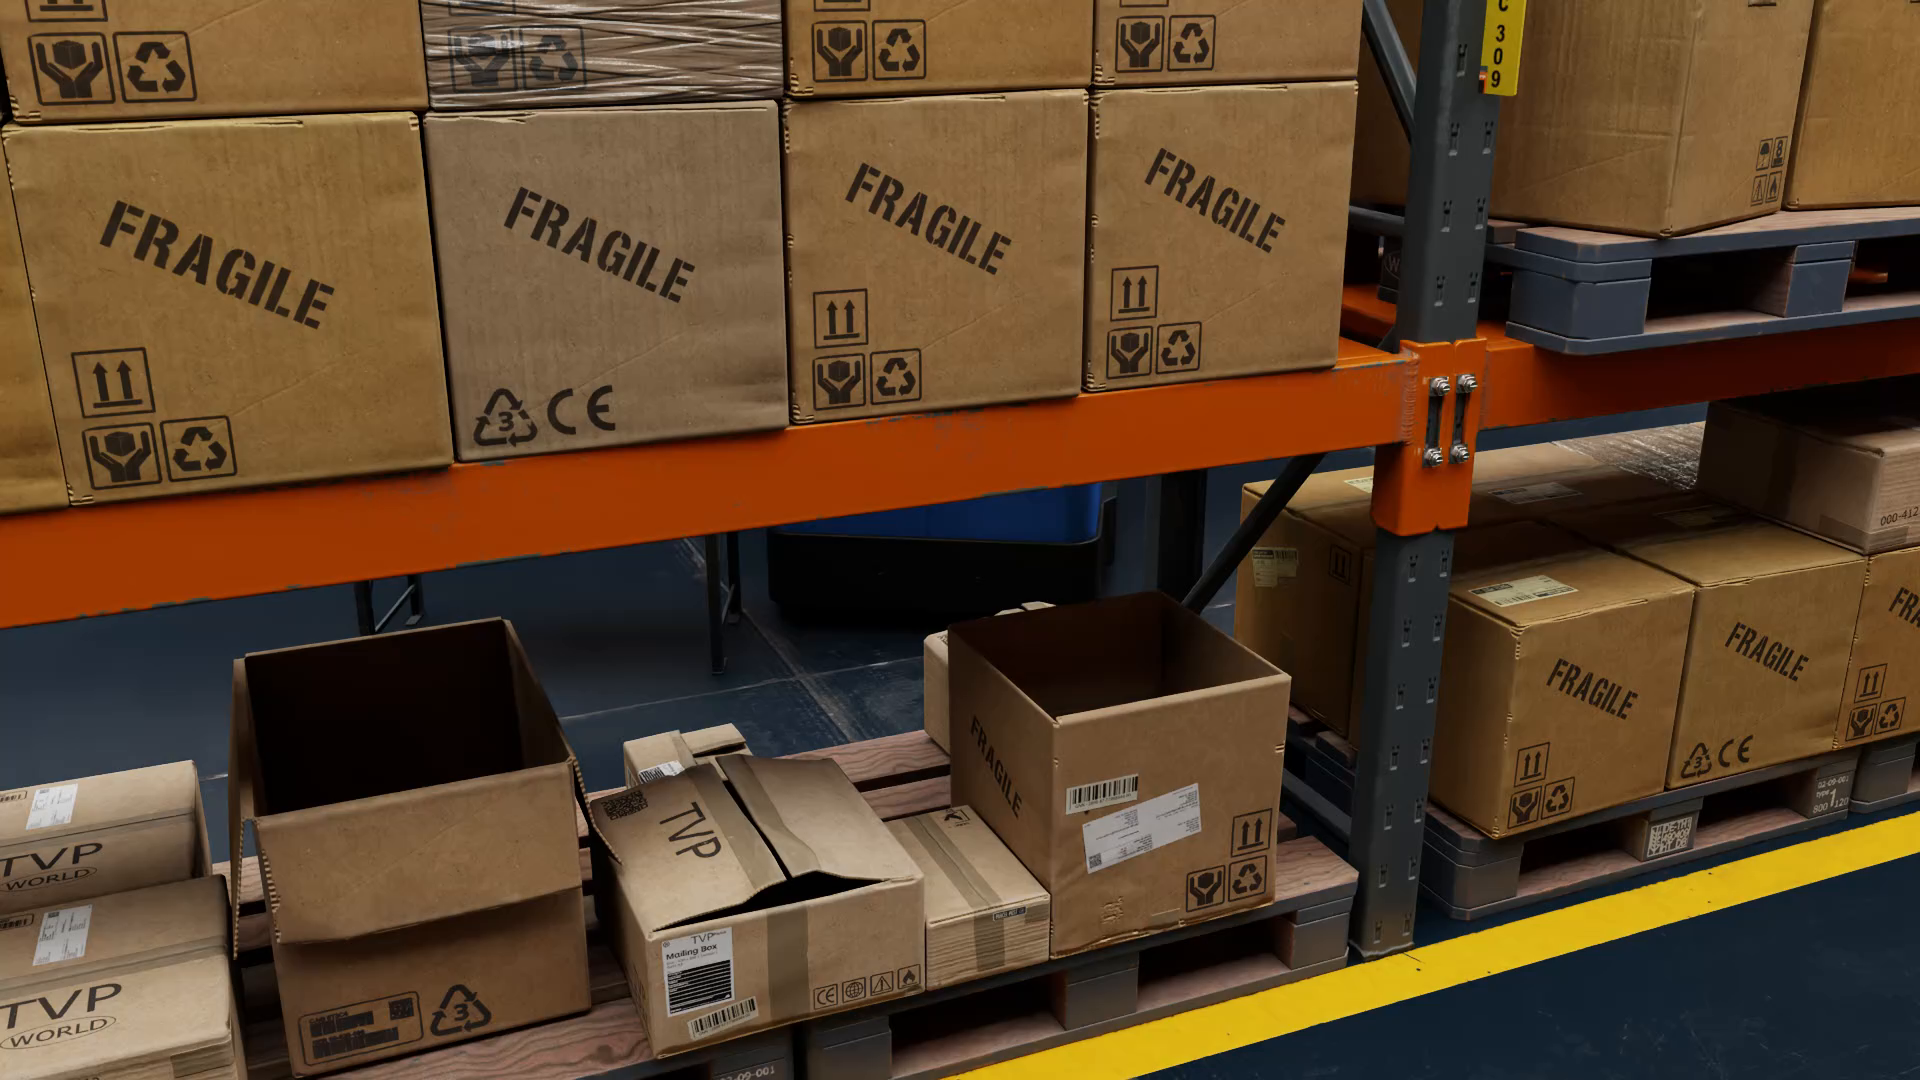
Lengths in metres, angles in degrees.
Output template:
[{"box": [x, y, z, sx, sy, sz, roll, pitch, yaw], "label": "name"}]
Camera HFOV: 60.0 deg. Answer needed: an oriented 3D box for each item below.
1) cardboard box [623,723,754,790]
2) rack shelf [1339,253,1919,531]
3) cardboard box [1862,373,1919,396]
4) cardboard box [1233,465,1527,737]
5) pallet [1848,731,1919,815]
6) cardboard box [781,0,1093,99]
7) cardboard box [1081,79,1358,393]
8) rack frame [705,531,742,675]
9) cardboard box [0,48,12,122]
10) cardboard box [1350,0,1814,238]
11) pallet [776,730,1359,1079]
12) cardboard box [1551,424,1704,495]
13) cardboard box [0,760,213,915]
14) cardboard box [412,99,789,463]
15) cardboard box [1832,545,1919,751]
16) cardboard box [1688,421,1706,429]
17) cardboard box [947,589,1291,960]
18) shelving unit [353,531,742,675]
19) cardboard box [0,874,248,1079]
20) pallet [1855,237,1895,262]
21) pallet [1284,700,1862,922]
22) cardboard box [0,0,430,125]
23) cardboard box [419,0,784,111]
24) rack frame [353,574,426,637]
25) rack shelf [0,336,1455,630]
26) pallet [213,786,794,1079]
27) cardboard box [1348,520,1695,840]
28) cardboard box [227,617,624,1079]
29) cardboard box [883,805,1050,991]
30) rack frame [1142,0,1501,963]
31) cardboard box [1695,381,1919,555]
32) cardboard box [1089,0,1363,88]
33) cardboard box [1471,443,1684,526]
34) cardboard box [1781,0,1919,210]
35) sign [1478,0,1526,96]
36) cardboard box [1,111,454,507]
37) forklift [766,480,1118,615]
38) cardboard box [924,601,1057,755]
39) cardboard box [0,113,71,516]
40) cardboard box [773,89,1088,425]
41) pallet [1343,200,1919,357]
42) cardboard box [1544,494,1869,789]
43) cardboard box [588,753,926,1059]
[{"box": [-0.550, 0.549, 3.551, 0.250, 0.166, 0.380, -8, 21, -22], "label": "cardboard box"}, {"box": [2.547, -0.610, 4.322, 4.000, 0.370, 1.077, -8, 21, -22], "label": "rack shelf"}, {"box": [2.630, -0.256, 4.204, 0.500, 0.250, 0.500, -9, 21, -23], "label": "cardboard box"}, {"box": [1.051, 0.133, 4.229, 0.500, 0.500, 0.500, -8, 21, -22], "label": "cardboard box"}, {"box": [2.565, 0.349, 4.714, 1.213, 0.211, 1.003, -8, 21, -22], "label": "pallet"}, {"box": [-0.120, -0.991, 2.665, 0.500, 0.500, 0.500, -9, 21, -23], "label": "cardboard box"}, {"box": [0.354, -0.589, 3.029, 0.500, 0.500, 0.500, -8, 21, -21], "label": "cardboard box"}, {"box": [-0.717, -0.393, 4.879, 0.032, 1.500, 0.500, 0, 19, -1], "label": "rack frame"}, {"box": [-1.512, -0.792, 2.100, 0.500, 0.500, 0.500, -8, 21, -21], "label": "cardboard box"}, {"box": [1.235, -0.926, 3.352, 0.500, 0.500, 0.700, -17, 26, -40], "label": "cardboard box"}, {"box": [0.080, 0.719, 3.662, 1.213, 0.211, 1.003, -8, 21, -22], "label": "pallet"}, {"box": [1.969, 0.005, 4.594, 0.500, 0.500, 0.500, -8, 21, -21], "label": "cardboard box"}, {"box": [-1.676, 0.667, 3.089, 0.500, 0.250, 0.500, -8, 21, -22], "label": "cardboard box"}, {"box": [-0.590, -0.453, 2.641, 0.500, 0.500, 0.500, -8, 21, -21], "label": "cardboard box"}, {"box": [2.199, 0.159, 4.156, 0.500, 0.500, 0.500, -8, 21, -21], "label": "cardboard box"}, {"box": [2.435, -0.063, 4.786, 0.500, 0.500, 0.500, -9, 21, -24], "label": "cardboard box"}, {"box": [0.300, 0.447, 3.338, 0.500, 0.500, 0.500, -8, 21, -22], "label": "cardboard box"}, {"box": [-1.225, -0.391, 4.873, 1.048, 1.500, 0.538, 0, 19, -1], "label": "shelving unit"}, {"box": [-1.432, 0.813, 2.675, 0.500, 0.250, 0.500, -8, 21, -22], "label": "cardboard box"}, {"box": [2.600, -0.865, 4.251, 1.213, 0.211, 1.003, -8, 21, -22], "label": "pallet"}, {"box": [1.443, 0.510, 4.255, 1.213, 0.211, 1.003, -8, 21, -22], "label": "pallet"}, {"box": [-1.045, -0.859, 2.290, 0.500, 0.500, 0.500, -8, 21, -22], "label": "cardboard box"}, {"box": [-0.583, -0.925, 2.477, 0.500, 0.500, 0.500, -8, 21, -21], "label": "cardboard box"}, {"box": [-1.733, -0.389, 4.868, 0.032, 1.500, 0.500, 0, 19, -1], "label": "rack frame"}, {"box": [-1.125, -0.084, 2.827, 4.000, 0.370, 1.077, -8, 21, -22], "label": "rack shelf"}, {"box": [-1.042, 0.881, 3.203, 1.213, 0.211, 1.003, -8, 21, -22], "label": "pallet"}, {"box": [1.252, 0.296, 3.767, 0.500, 0.500, 0.500, -9, 21, -24], "label": "cardboard box"}, {"box": [-1.012, 0.532, 3.090, 0.637, 0.503, 0.797, -8, 21, -22], "label": "cardboard box"}, {"box": [-0.020, 0.680, 3.205, 0.250, 0.149, 0.380, -8, 21, -22], "label": "cardboard box"}, {"box": [0.711, -0.686, 3.455, 0.127, 3.000, 1.000, -8, 21, -22], "label": "rack frame"}, {"box": [2.170, -0.189, 4.016, 0.500, 0.250, 0.500, -8, 21, -22], "label": "cardboard box"}, {"box": [0.349, -1.060, 2.859, 0.500, 0.500, 0.500, -8, 21, -22], "label": "cardboard box"}, {"box": [1.508, 0.070, 4.407, 0.500, 0.500, 0.500, -8, 21, -22], "label": "cardboard box"}, {"box": [1.841, -1.035, 3.664, 0.500, 0.500, 0.700, -5, 20, -13], "label": "cardboard box"}, {"box": [0.933, -0.930, 2.844, 0.005, 0.325, 0.100, -8, 21, -22], "label": "sign"}, {"box": [-1.057, -0.385, 2.449, 0.500, 0.500, 0.500, -8, 21, -21], "label": "cardboard box"}, {"box": [0.071, -1.591, 6.126, 1.130, 2.935, 3.031, 2, 20, 6], "label": "forklift"}, {"box": [0.240, 0.364, 3.859, 0.500, 0.311, 0.500, -8, 21, -22], "label": "cardboard box"}, {"box": [-1.516, -0.320, 2.264, 0.500, 0.500, 0.500, -8, 21, -22], "label": "cardboard box"}, {"box": [-0.119, -0.521, 2.835, 0.500, 0.500, 0.500, -8, 21, -20], "label": "cardboard box"}, {"box": [1.488, -0.668, 3.691, 1.213, 0.211, 1.003, -8, 21, -22], "label": "pallet"}, {"box": [1.737, 0.222, 3.975, 0.500, 0.500, 0.500, -8, 21, -21], "label": "cardboard box"}, {"box": [-0.388, 0.635, 3.090, 0.500, 0.311, 0.500, -8, 21, -22], "label": "cardboard box"}]
